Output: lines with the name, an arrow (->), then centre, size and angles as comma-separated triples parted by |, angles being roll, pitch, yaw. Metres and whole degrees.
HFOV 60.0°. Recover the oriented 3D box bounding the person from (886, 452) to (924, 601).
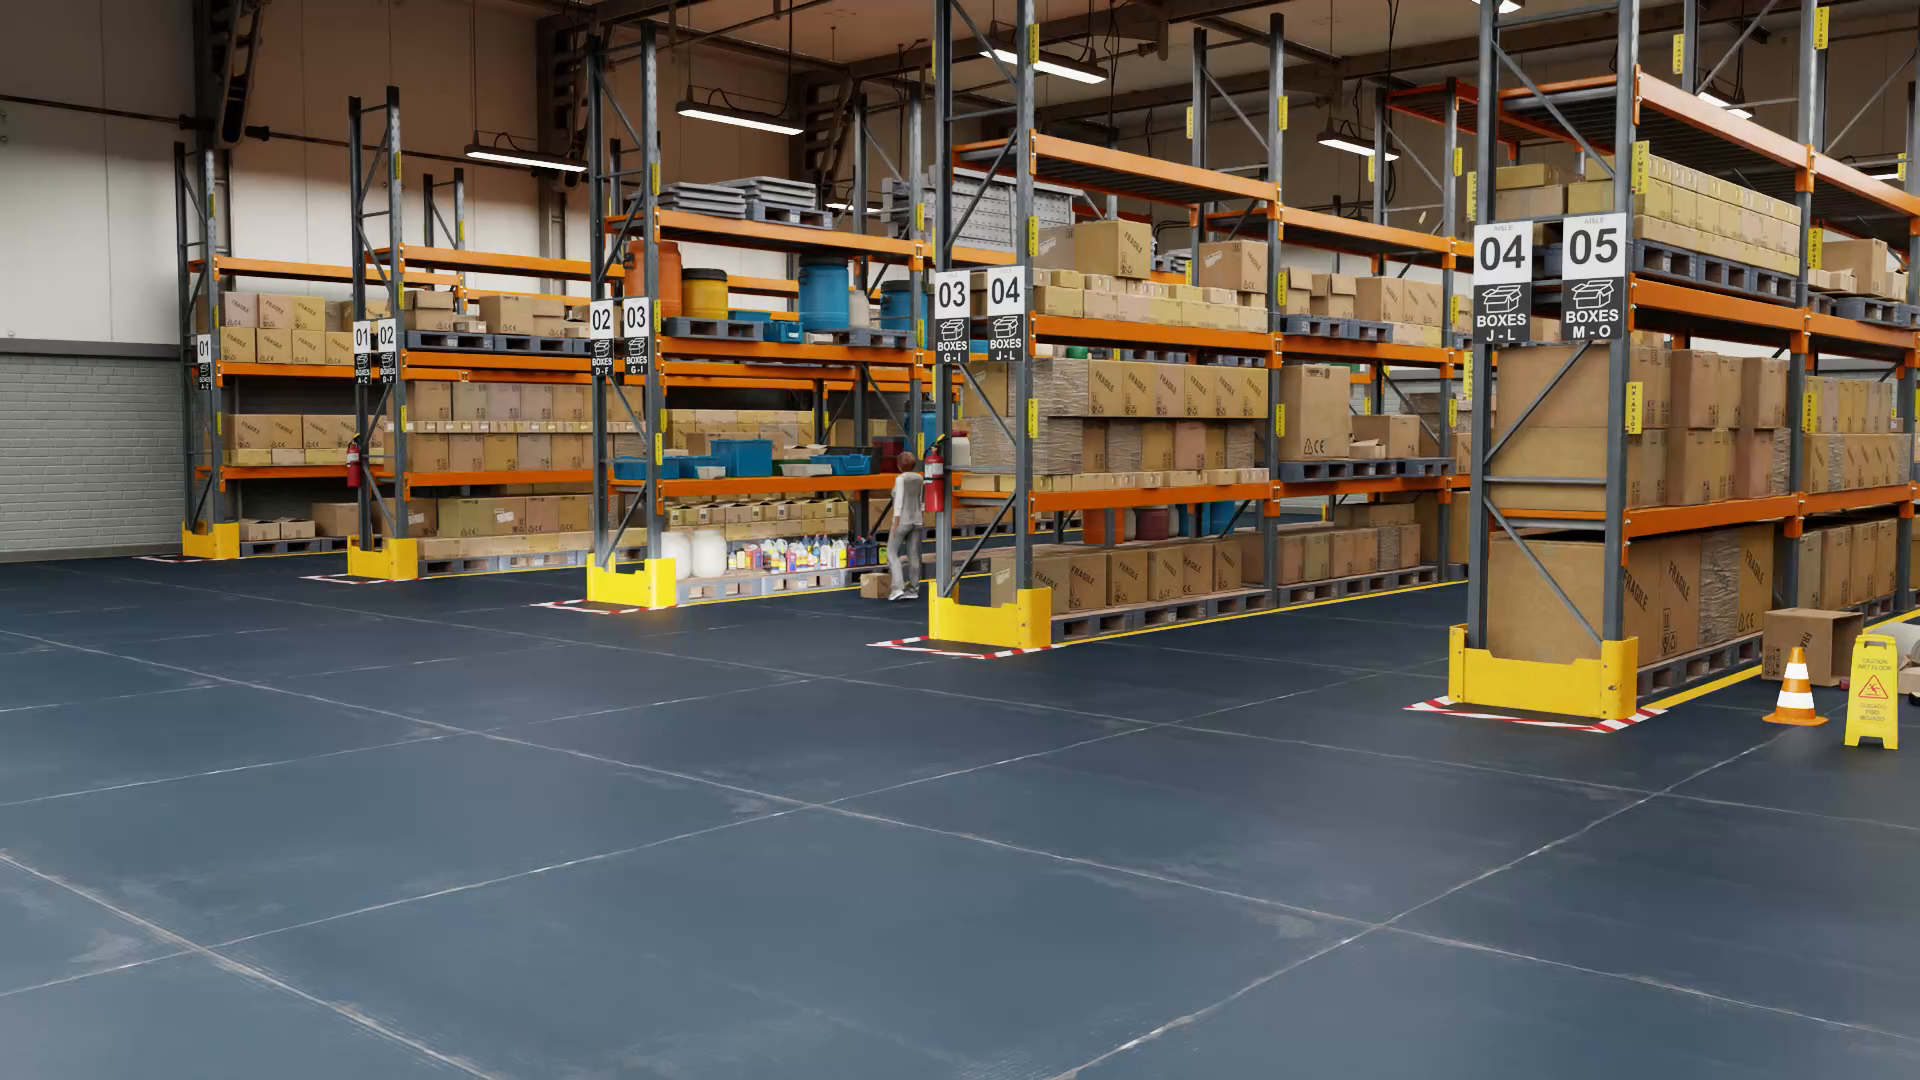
person -> -0.570, -0.149, 17.981 | 0.451, 1.616, 0.322 | -3, 5, -43
